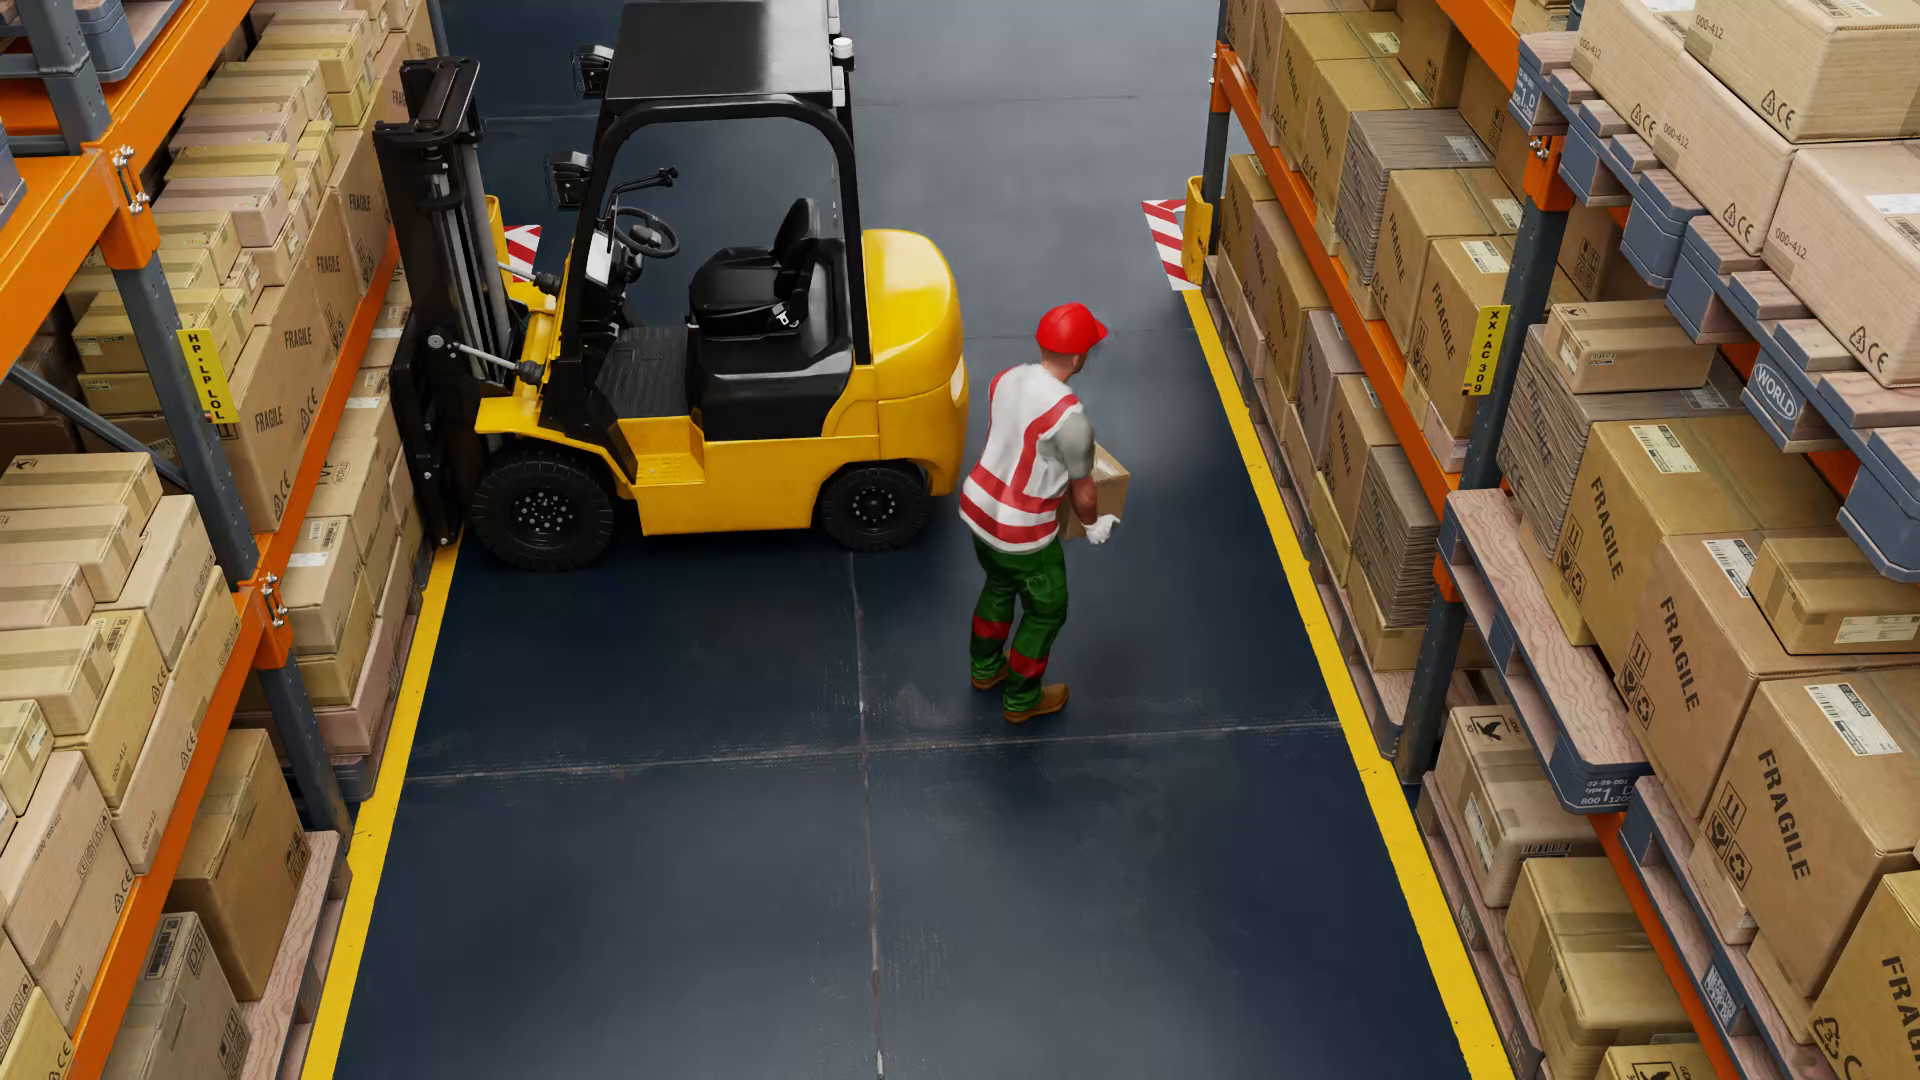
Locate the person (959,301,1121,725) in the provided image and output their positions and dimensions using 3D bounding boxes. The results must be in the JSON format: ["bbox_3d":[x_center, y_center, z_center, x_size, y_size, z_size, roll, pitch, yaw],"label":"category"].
[{"bbox_3d":[0.297,-0.098,6.305,0.610,1.727,0.496,-24,44,-27],"label":"person"}]
